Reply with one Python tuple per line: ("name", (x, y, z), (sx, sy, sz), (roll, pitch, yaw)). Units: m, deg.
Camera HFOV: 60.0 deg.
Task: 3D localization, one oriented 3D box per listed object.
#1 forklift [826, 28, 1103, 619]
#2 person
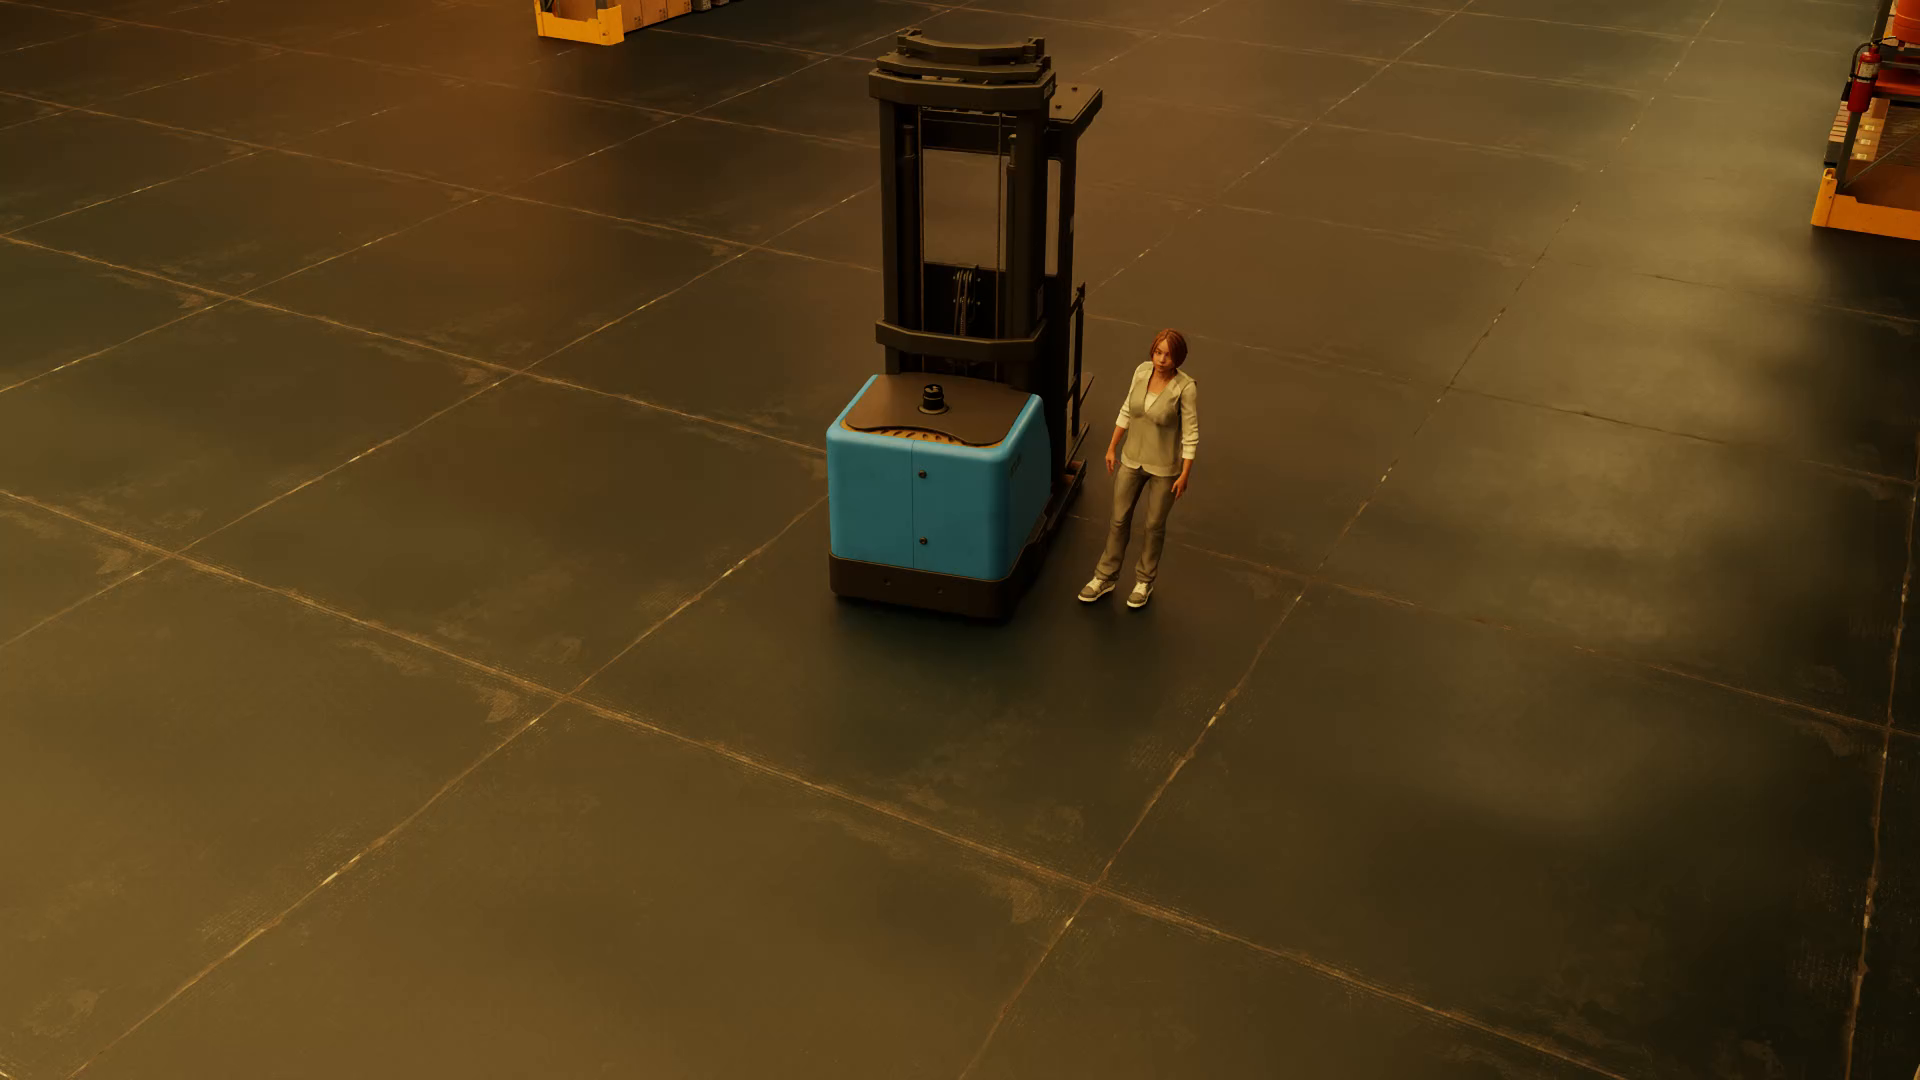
("forklift", (0.174, -1.562, 9.777), (1.130, 2.935, 3.031), (8, 31, 14))
("person", (0.994, -0.369, 9.031), (0.521, 1.598, 0.473), (19, 35, 29))
